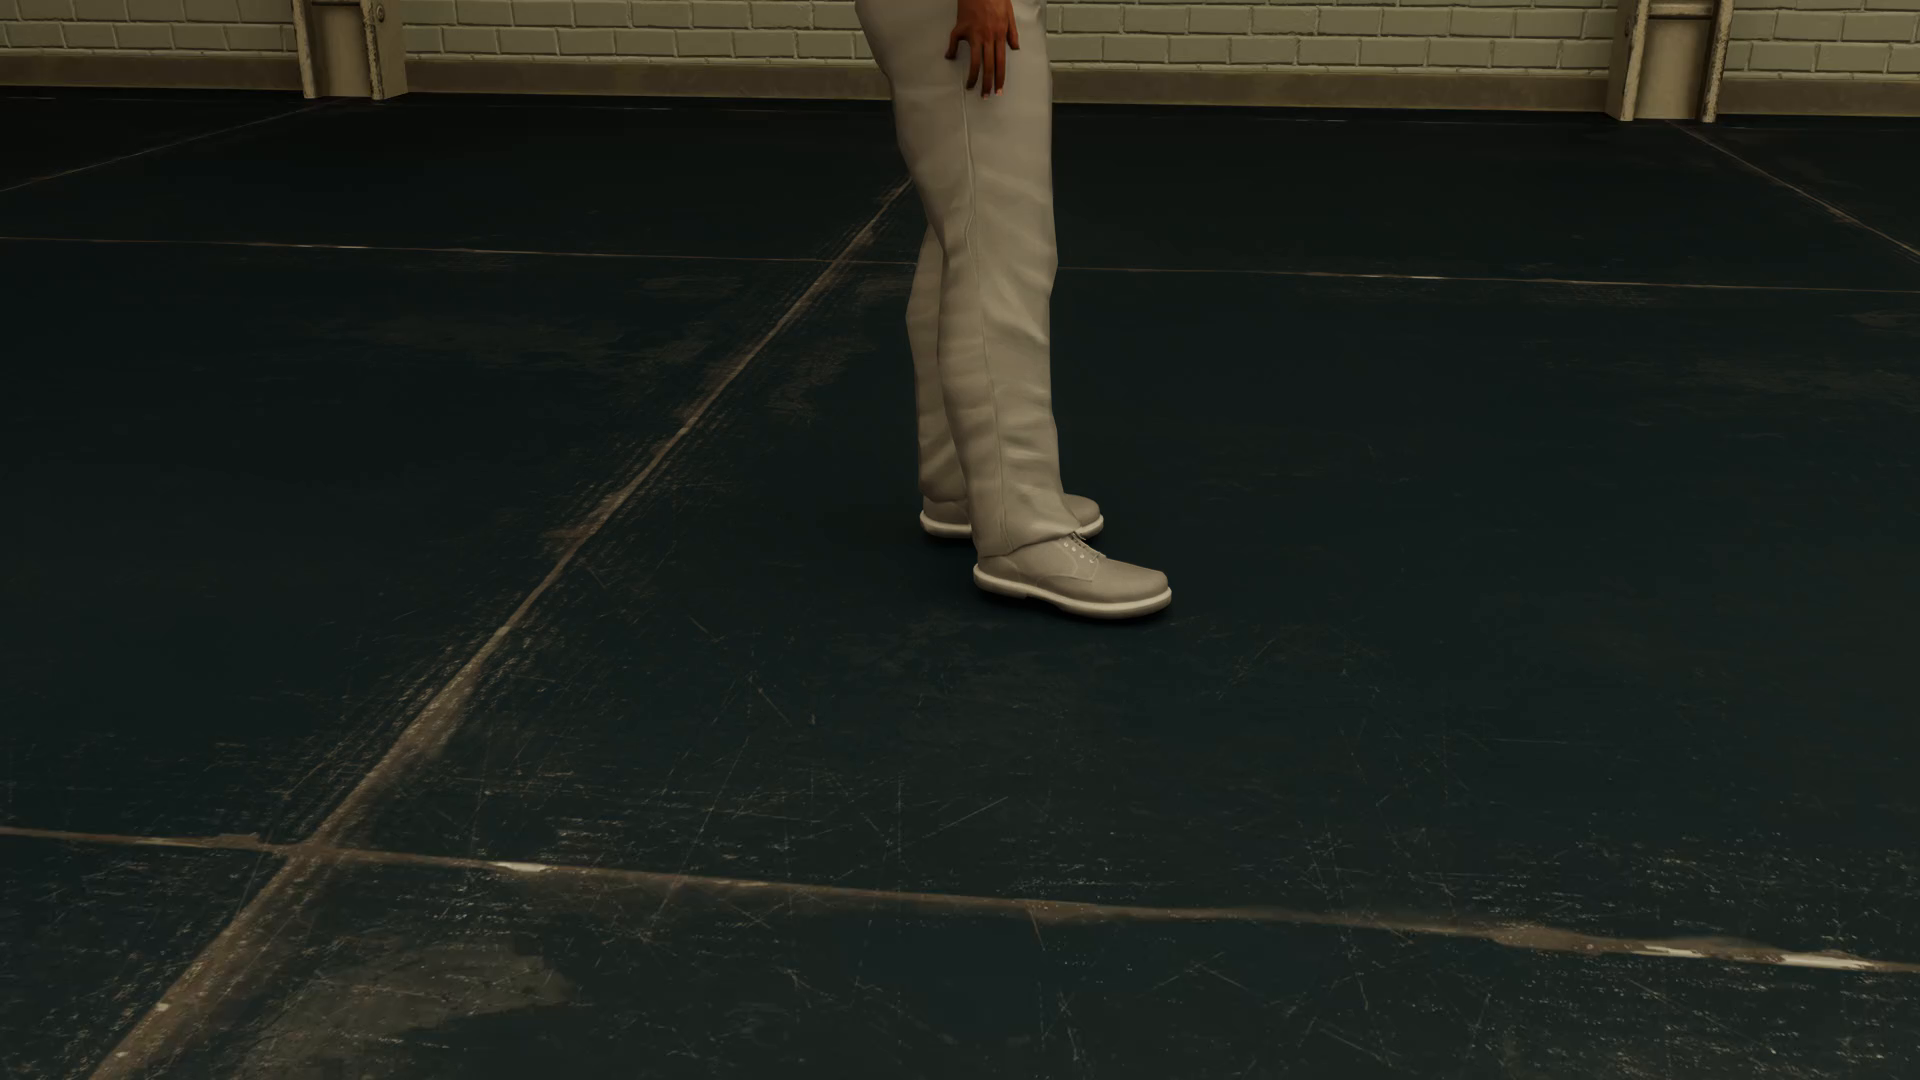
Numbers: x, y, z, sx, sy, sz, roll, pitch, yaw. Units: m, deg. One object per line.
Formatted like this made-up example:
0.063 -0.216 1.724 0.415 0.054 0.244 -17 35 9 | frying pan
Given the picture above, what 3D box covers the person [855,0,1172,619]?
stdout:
0.072 -0.782 2.331 0.528 1.695 0.569 3 22 7 | person
